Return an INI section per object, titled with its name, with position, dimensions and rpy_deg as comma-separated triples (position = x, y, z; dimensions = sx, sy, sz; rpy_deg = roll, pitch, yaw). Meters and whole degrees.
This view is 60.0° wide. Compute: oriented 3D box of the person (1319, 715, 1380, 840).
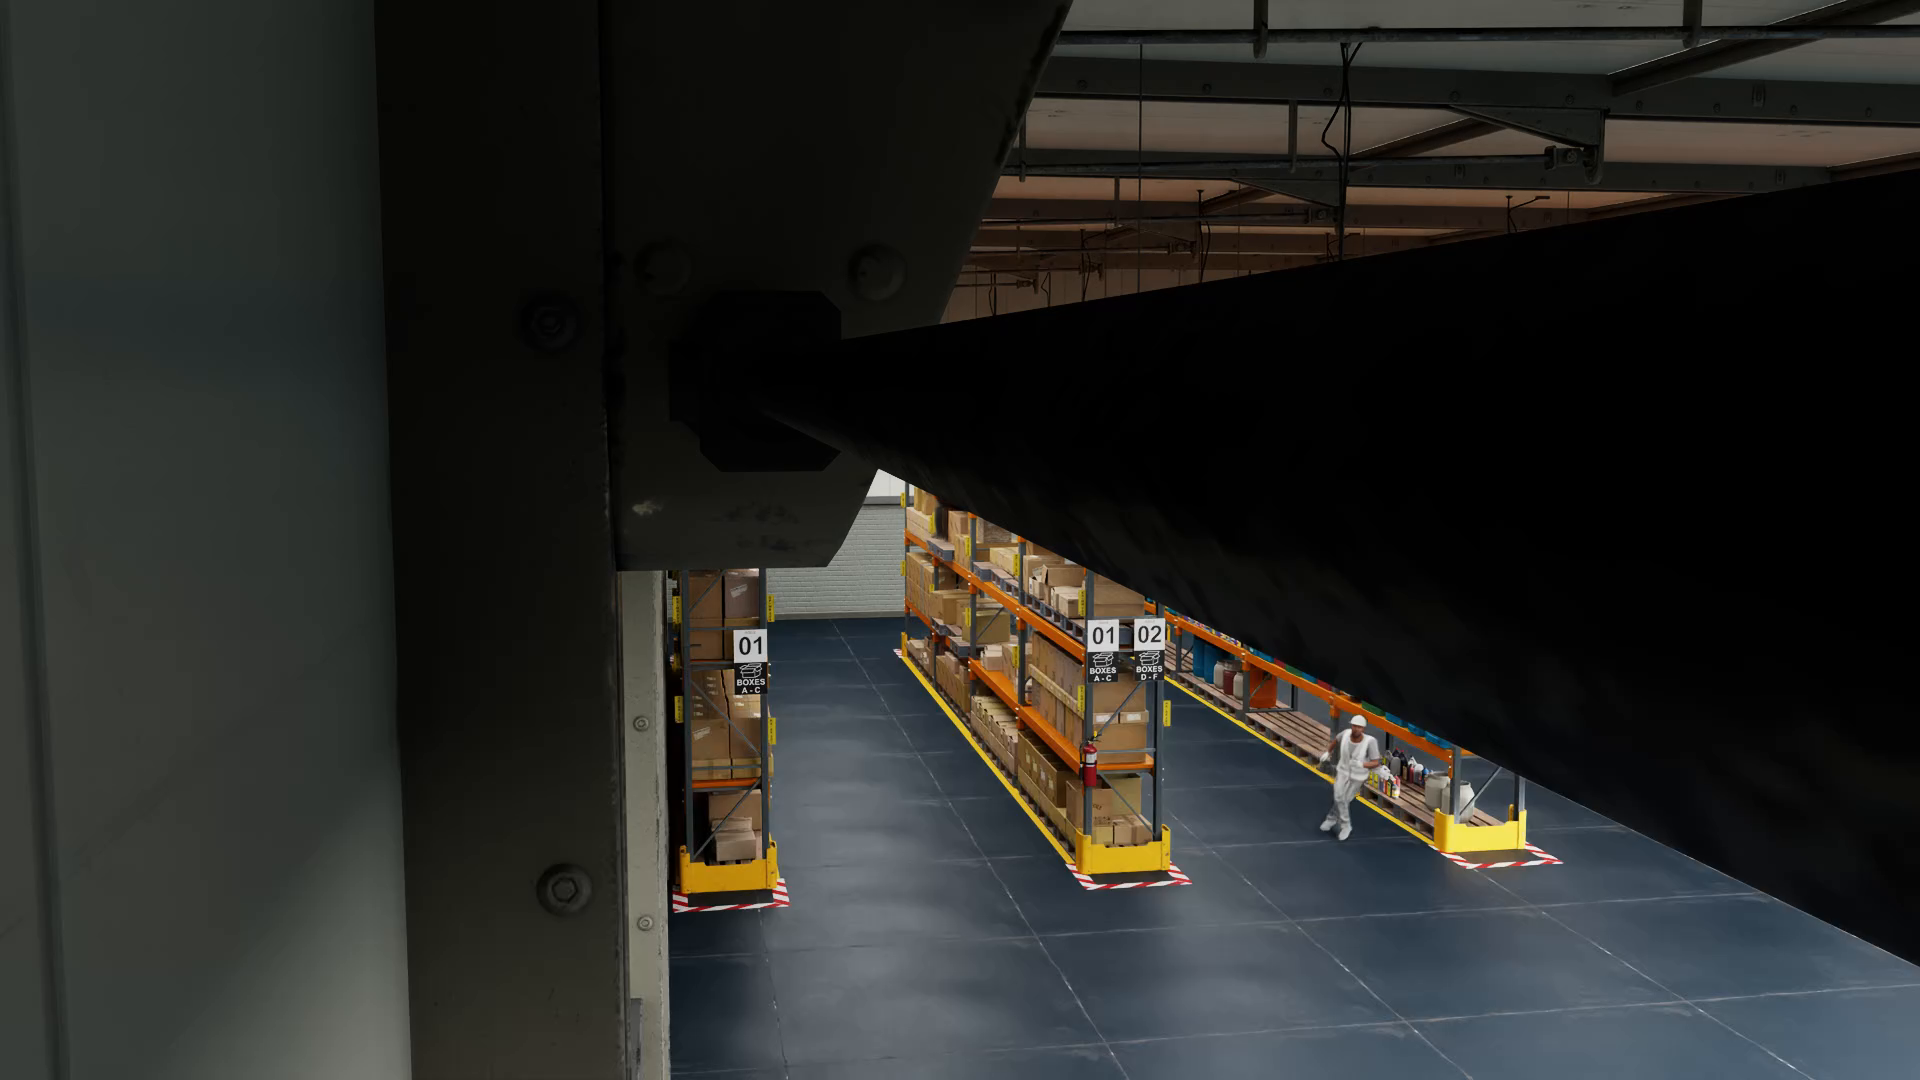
[person]
position = 5.219, 3.152, 22.345
dimensions = 0.830, 1.677, 0.727
rpy_deg = 2, 6, 18
